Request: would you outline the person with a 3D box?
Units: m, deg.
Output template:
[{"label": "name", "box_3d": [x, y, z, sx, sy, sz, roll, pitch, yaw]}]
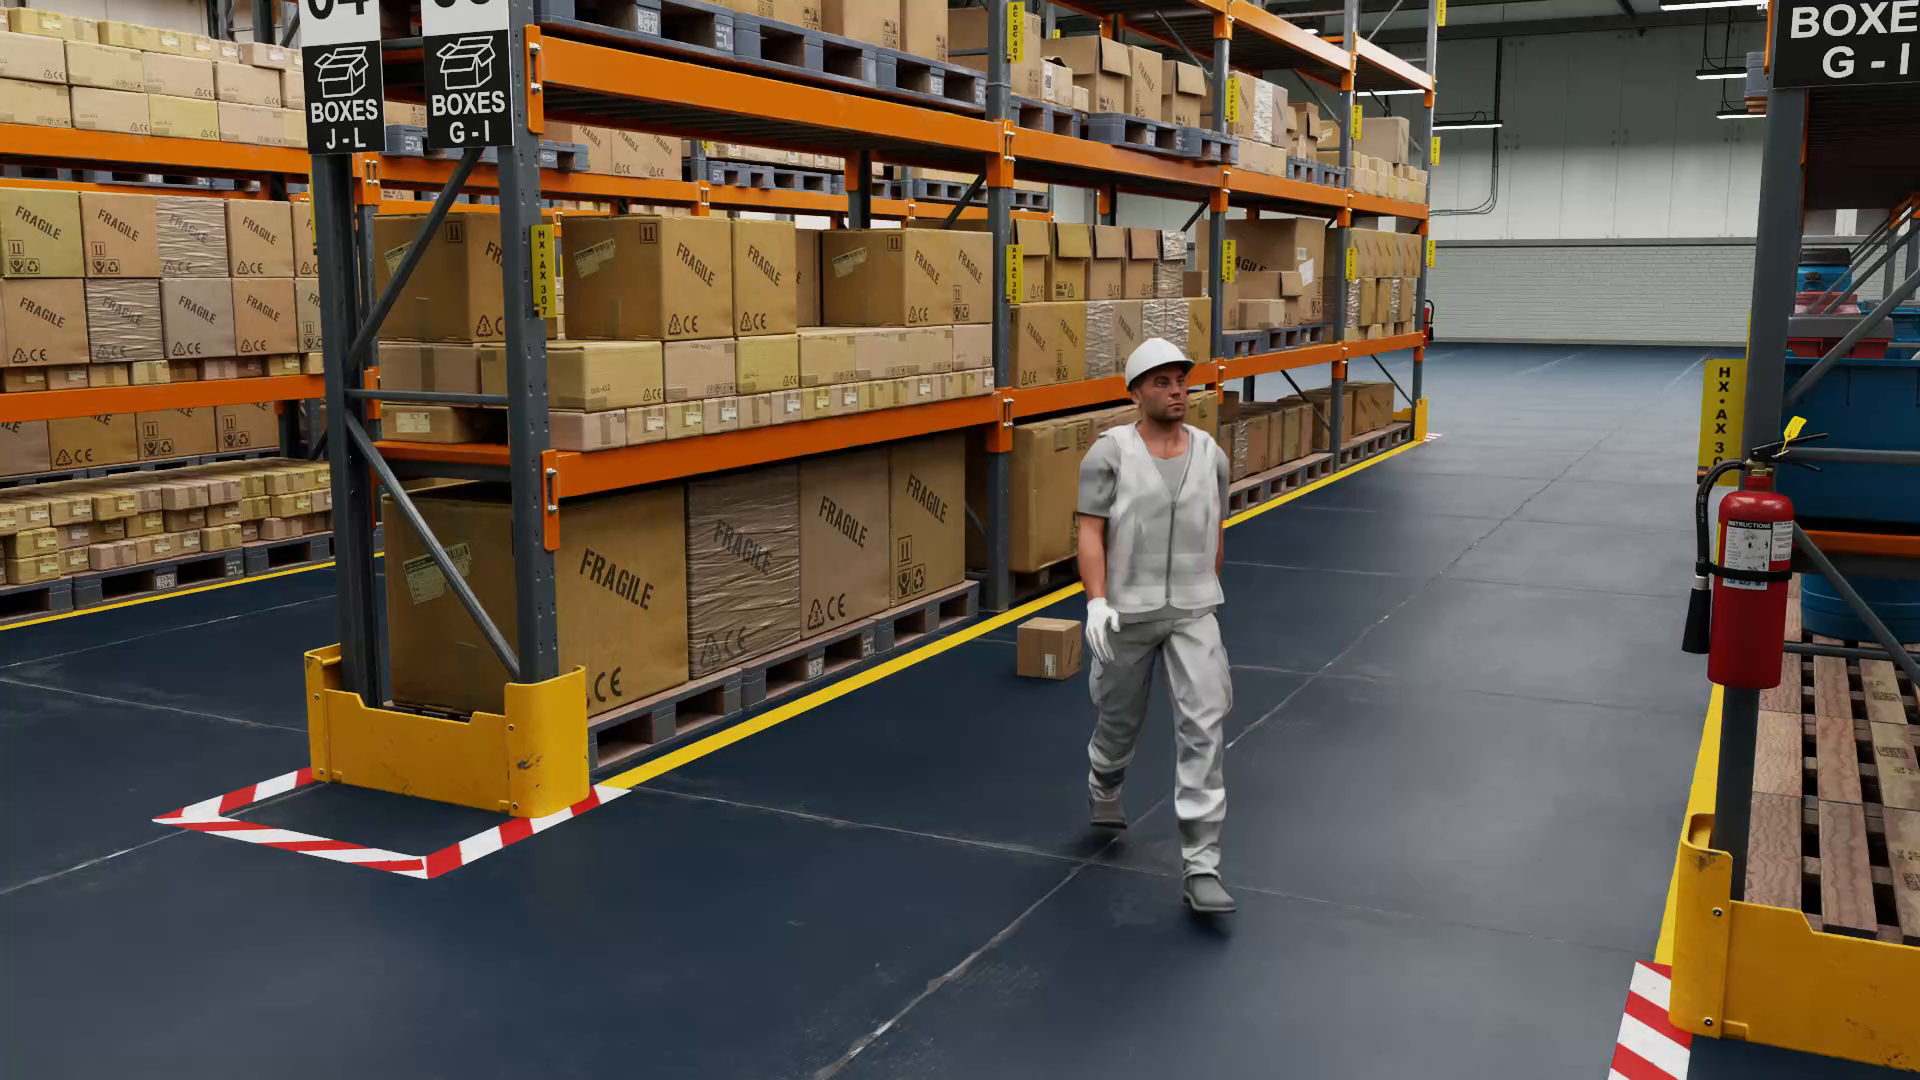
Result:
[{"label": "person", "box_3d": [0.630, 0.236, 5.307, 0.524, 1.742, 1.013, -1, 9, -6]}]
